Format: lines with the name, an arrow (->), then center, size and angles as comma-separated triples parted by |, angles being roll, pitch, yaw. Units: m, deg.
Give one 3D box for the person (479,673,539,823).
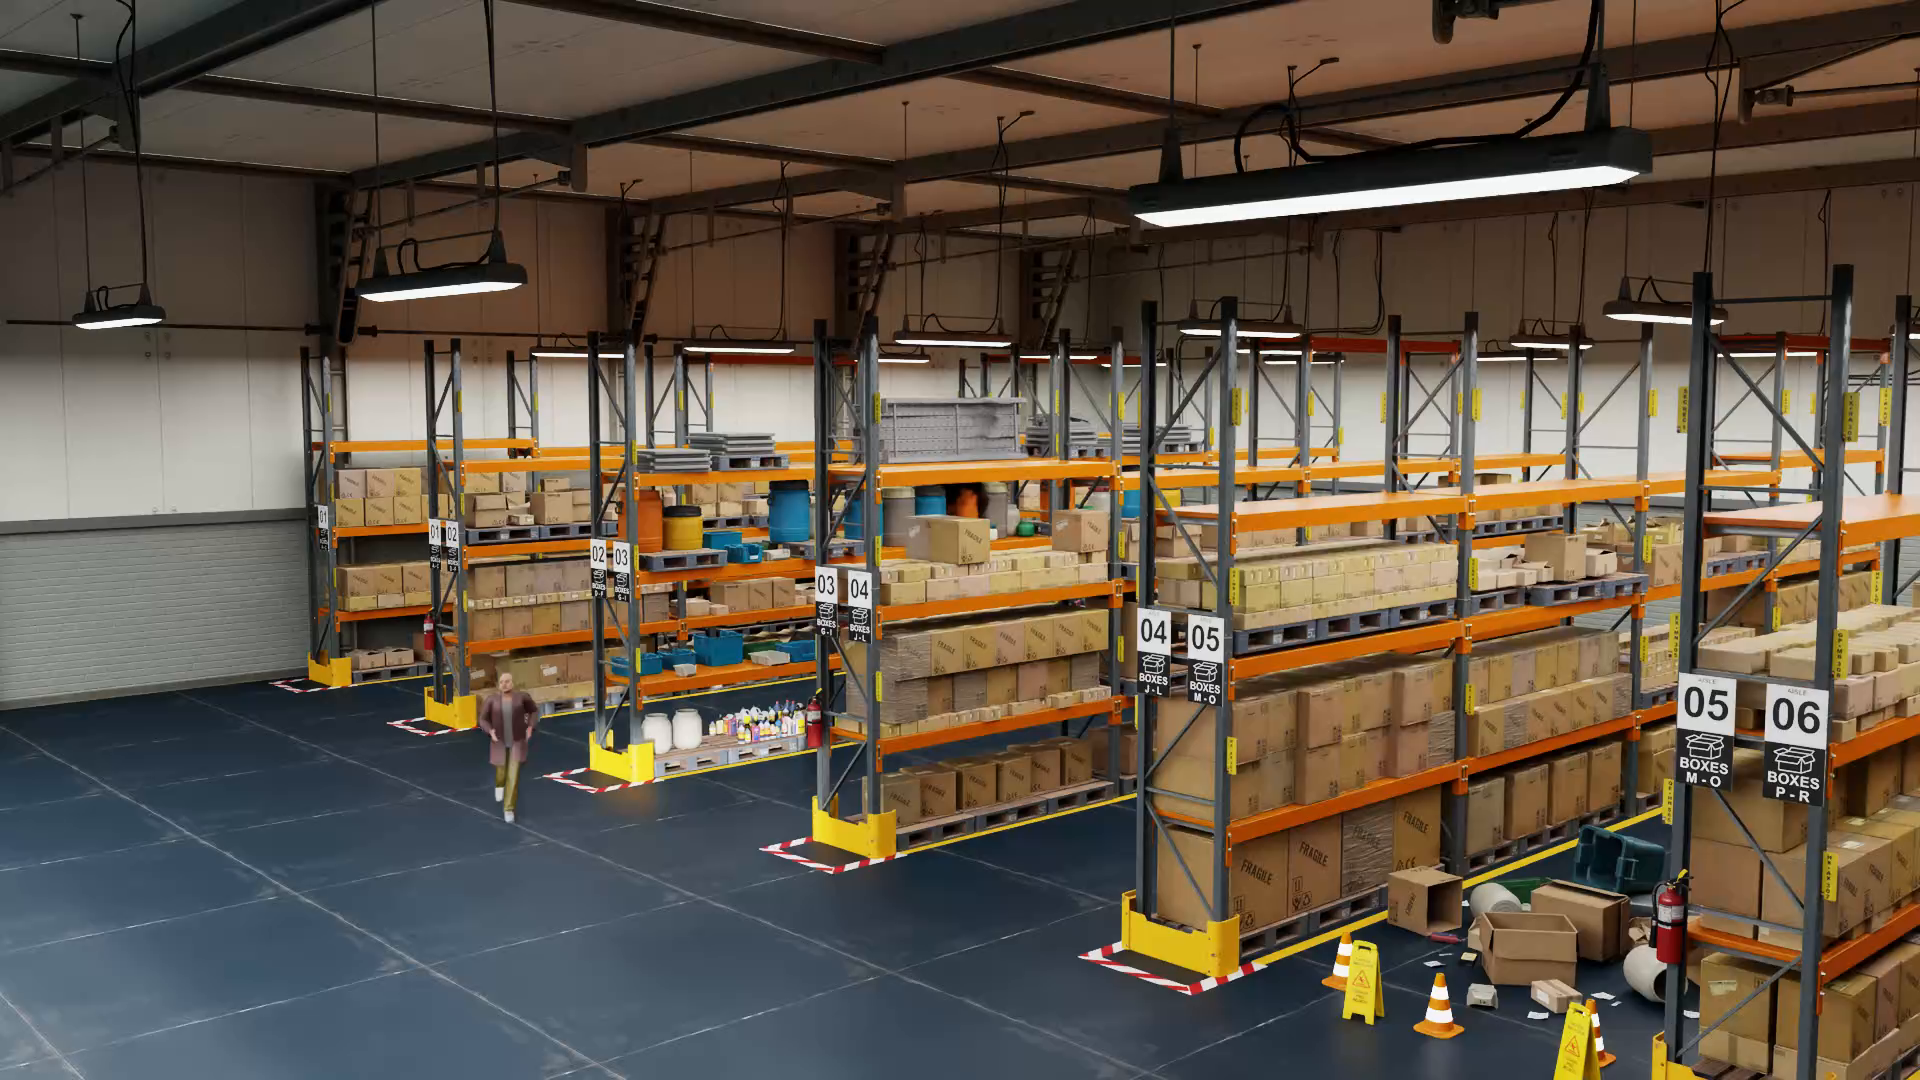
person -> -5.533, 2.503, 20.430 | 0.718, 1.777, 0.914 | -1, 5, -11
